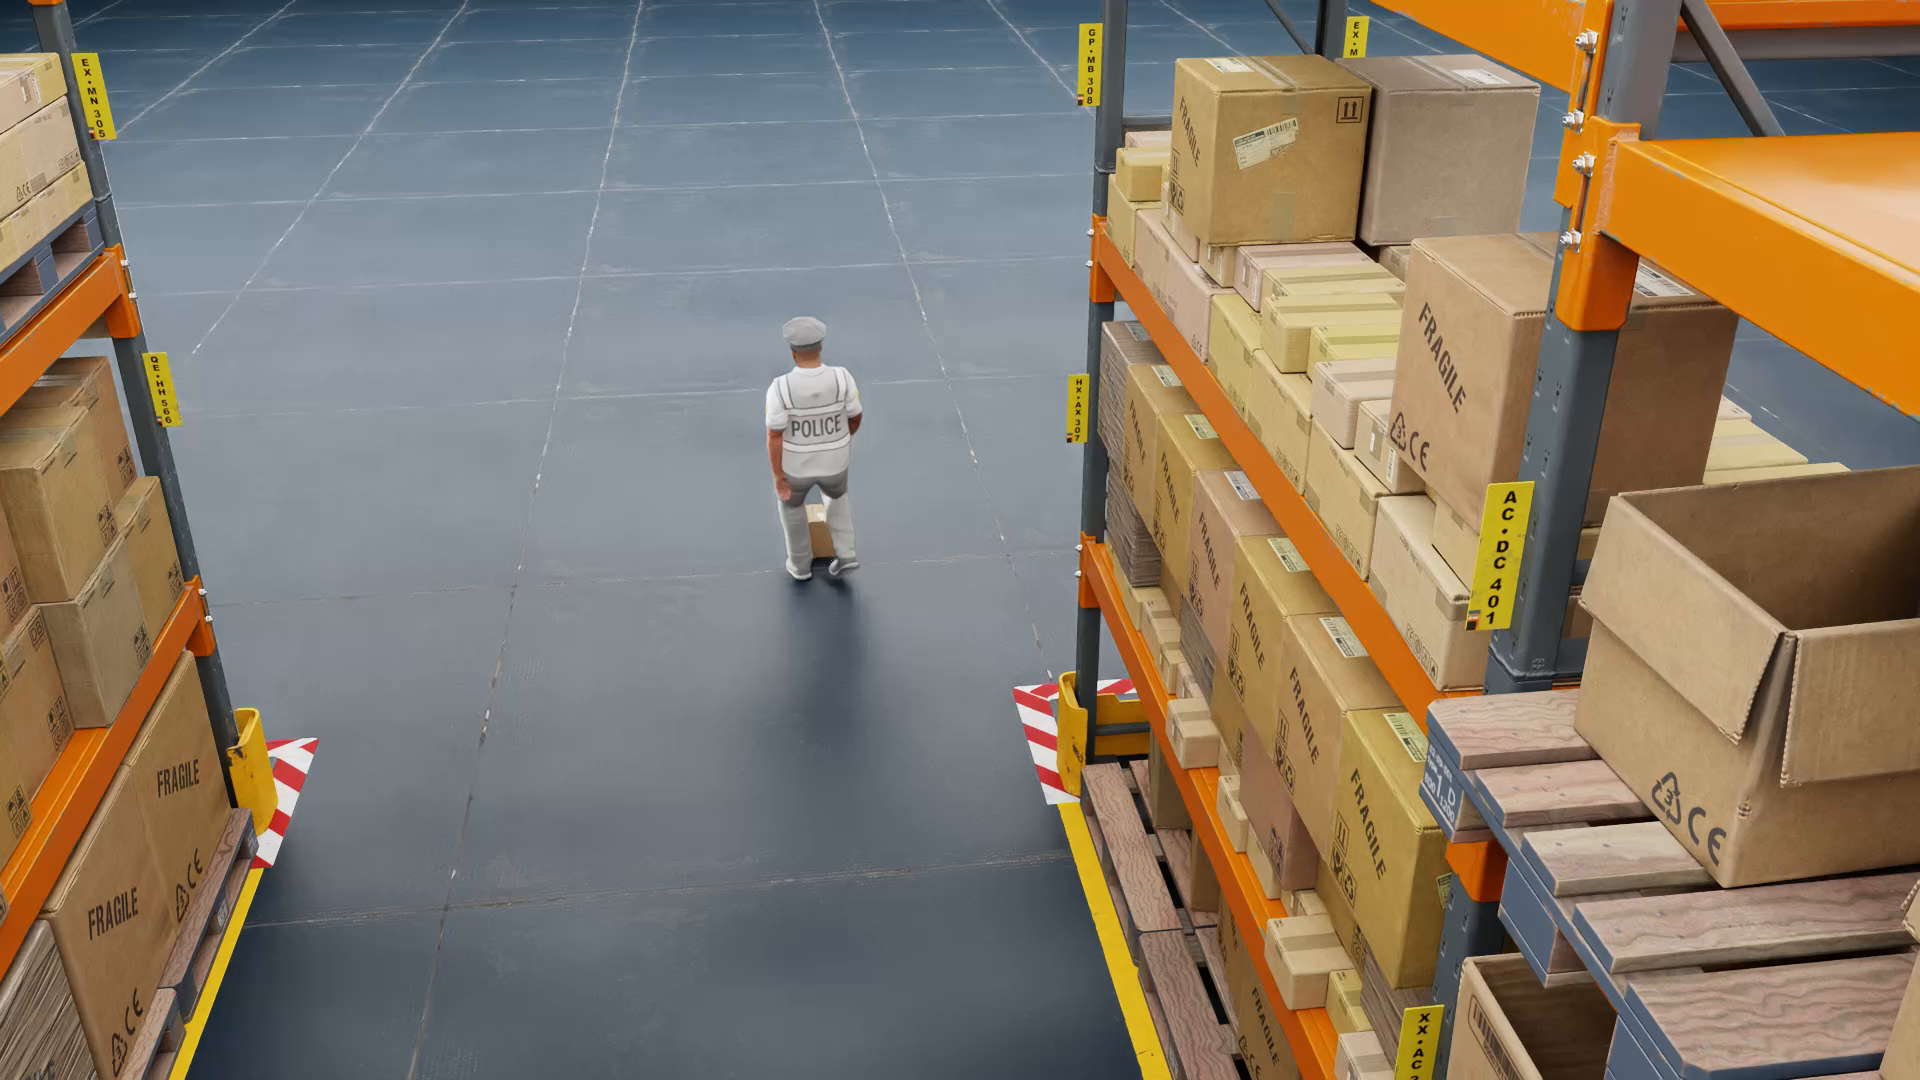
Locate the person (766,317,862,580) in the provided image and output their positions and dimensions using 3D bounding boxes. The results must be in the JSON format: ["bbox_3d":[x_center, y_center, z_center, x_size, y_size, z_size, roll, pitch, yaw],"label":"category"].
[{"bbox_3d":[-0.867,-0.512,9.680,0.566,1.723,0.624,-8,28,-15],"label":"person"}]
